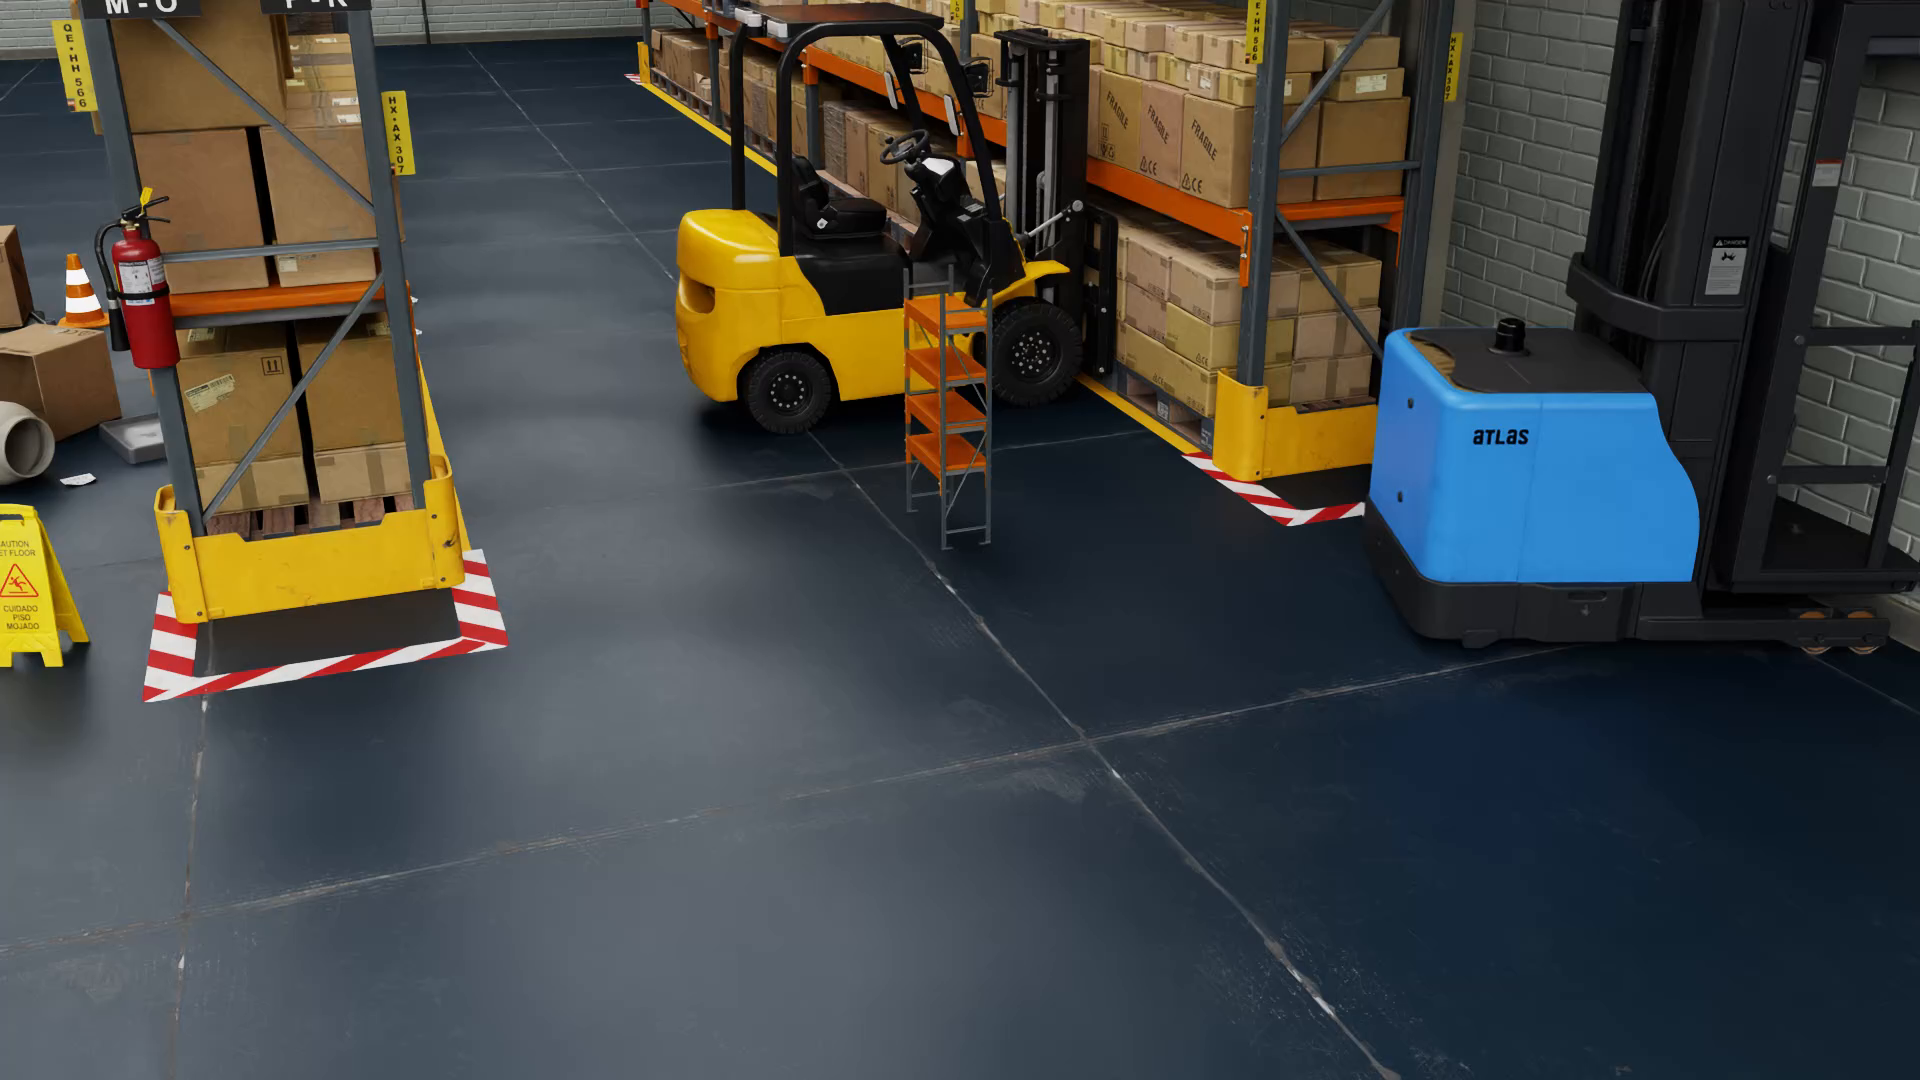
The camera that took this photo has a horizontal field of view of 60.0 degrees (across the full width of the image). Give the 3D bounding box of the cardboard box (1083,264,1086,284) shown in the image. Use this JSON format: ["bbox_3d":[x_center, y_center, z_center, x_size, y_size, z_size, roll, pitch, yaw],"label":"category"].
[{"bbox_3d":[0.893,-1.665,10.194,0.500,0.250,0.500,-8,24,-19],"label":"cardboard box"}]

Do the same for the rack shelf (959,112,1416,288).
[{"bbox_3d":[1.193,-2.219,10.078,1.077,0.370,4.000,-8,24,-19],"label":"rack shelf"}]

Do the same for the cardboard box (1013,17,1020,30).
[{"bbox_3d":[0.564,-3.285,10.719,0.380,0.149,0.250,-8,24,-19],"label":"cardboard box"}]

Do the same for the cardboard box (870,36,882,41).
[{"bbox_3d":[-0.450,-4.140,13.260,0.500,0.250,0.500,-8,24,-18],"label":"cardboard box"}]

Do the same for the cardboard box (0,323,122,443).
[{"bbox_3d":[-5.050,-0.868,9.162,0.500,0.500,0.500,8,24,18],"label":"cardboard box"}]

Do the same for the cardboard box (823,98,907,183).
[{"bbox_3d":[-0.719,-3.601,14.948,0.875,0.625,0.625,-8,24,-17],"label":"cardboard box"}]

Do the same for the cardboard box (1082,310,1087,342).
[{"bbox_3d":[0.899,-1.428,10.275,0.500,0.250,0.500,-8,24,-17],"label":"cardboard box"}]

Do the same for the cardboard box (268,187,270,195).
[{"bbox_3d":[-3.597,-1.690,8.221,0.380,0.149,0.250,-8,24,-19],"label":"cardboard box"}]

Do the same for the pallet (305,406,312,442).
[{"bbox_3d":[-3.451,-0.626,8.964,1.003,0.211,1.213,-8,24,-19],"label":"pallet"}]

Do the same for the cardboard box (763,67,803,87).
[{"bbox_3d":[-1.780,-4.701,16.884,0.380,0.149,0.250,-10,25,-22],"label":"cardboard box"}]

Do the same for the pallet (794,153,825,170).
[{"bbox_3d":[-1.155,-3.722,16.308,1.003,0.211,1.213,-8,24,-19],"label":"pallet"}]

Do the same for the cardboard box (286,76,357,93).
[{"bbox_3d":[-3.018,-1.907,7.901,0.500,0.500,0.500,-9,24,-20],"label":"cardboard box"}]

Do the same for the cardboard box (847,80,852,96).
[{"bbox_3d":[-0.888,-4.403,16.178,0.380,0.149,0.250,-8,24,-17],"label":"cardboard box"}]

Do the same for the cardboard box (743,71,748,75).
[{"bbox_3d":[-2.182,-4.827,18.017,0.500,0.500,0.500,-9,24,-20],"label":"cardboard box"}]

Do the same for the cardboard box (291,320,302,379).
[{"bbox_3d":[-3.629,-1.042,8.394,0.500,0.500,0.500,-9,24,-20],"label":"cardboard box"}]

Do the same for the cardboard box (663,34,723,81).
[{"bbox_3d":[-3.360,-6.128,21.104,0.700,0.500,0.500,-7,24,-17],"label":"cardboard box"}]

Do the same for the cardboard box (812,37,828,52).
[{"bbox_3d":[-0.998,-4.466,14.678,0.500,0.250,0.500,-8,24,-19],"label":"cardboard box"}]

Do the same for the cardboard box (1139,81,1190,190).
[{"bbox_3d":[1.306,-2.202,8.984,0.500,0.500,0.500,-8,24,-17],"label":"cardboard box"}]

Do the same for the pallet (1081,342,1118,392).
[{"bbox_3d":[1.163,-1.253,10.452,1.003,0.211,1.213,-8,24,-19],"label":"pallet"}]

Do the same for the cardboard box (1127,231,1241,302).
[{"bbox_3d":[1.259,-1.520,9.206,0.500,0.250,0.500,-8,24,-18],"label":"cardboard box"}]

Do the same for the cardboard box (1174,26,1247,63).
[{"bbox_3d":[1.342,-2.583,8.671,0.380,0.149,0.250,-8,24,-18],"label":"cardboard box"}]

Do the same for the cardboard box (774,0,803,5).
[{"bbox_3d":[-1.517,-4.994,15.520,0.380,0.149,0.250,-8,24,-18],"label":"cardboard box"}]

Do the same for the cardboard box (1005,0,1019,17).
[{"bbox_3d":[0.515,-3.522,10.898,0.380,0.149,0.250,-8,24,-18],"label":"cardboard box"}]

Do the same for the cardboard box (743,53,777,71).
[{"bbox_3d":[-2.190,-5.176,18.010,0.380,0.149,0.250,-10,25,-22],"label":"cardboard box"}]

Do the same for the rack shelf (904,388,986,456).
[{"bbox_3d":[-0.059,-0.551,7.686,0.258,0.148,0.480,-8,24,-19],"label":"rack shelf"}]

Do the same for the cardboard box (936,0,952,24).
[{"bbox_3d":[0.050,-3.807,11.956,0.380,0.149,0.250,-9,24,-20],"label":"cardboard box"}]

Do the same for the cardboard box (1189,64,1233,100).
[{"bbox_3d":[1.397,-2.345,8.487,0.380,0.149,0.250,-8,24,-18],"label":"cardboard box"}]

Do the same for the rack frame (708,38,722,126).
[{"bbox_3d":[-2.339,-6.184,18.559,1.000,3.000,0.127,-8,24,-19],"label":"rack frame"}]

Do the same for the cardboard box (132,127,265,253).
[{"bbox_3d":[-3.192,-1.484,6.896,0.500,0.500,0.500,-9,24,-20],"label":"cardboard box"}]

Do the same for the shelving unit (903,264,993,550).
[{"bbox_3d":[-0.059,-0.613,7.660,0.258,1.200,0.503,-8,24,-19],"label":"shelving unit"}]

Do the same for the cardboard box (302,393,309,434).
[{"bbox_3d":[-3.646,-0.703,8.555,0.500,0.250,0.500,-9,25,-21],"label":"cardboard box"}]

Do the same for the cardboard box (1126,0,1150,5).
[{"bbox_3d":[1.258,-3.314,10.403,0.380,0.149,0.250,-9,24,-20],"label":"cardboard box"}]

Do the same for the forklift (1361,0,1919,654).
[{"bbox_3d":[3.330,-1.101,6.589,3.031,2.935,1.130,0,23,-1],"label":"forklift"}]

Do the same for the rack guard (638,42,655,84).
[{"bbox_3d":[-3.726,-6.458,22.428,1.175,0.500,0.348,-8,24,-19],"label":"rack guard"}]

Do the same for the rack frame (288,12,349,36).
[{"bbox_3d":[-4.156,-2.594,10.044,1.000,3.000,0.127,-8,24,-19],"label":"rack frame"}]

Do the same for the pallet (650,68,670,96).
[{"bbox_3d":[-3.443,-6.035,21.797,1.003,0.211,1.213,-8,24,-19],"label":"pallet"}]

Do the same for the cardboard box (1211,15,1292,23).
[{"bbox_3d":[1.624,-2.835,9.267,0.380,0.149,0.250,-8,24,-17],"label":"cardboard box"}]

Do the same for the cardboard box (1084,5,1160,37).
[{"bbox_3d":[0.956,-3.057,9.794,0.380,0.149,0.250,-8,24,-19],"label":"cardboard box"}]

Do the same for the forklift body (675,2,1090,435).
[{"bbox_3d":[-0.477,-1.871,9.420,2.313,2.155,1.214,-8,24,-19],"label":"forklift body"}]

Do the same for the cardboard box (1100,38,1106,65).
[{"bbox_3d":[1.035,-2.822,9.619,0.380,0.149,0.250,-9,24,-19],"label":"cardboard box"}]

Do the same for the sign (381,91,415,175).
[{"bbox_3d":[-2.235,-1.615,6.604,0.100,0.325,0.005,-8,24,-19],"label":"sign"}]

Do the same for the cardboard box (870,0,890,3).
[{"bbox_3d":[-0.487,-4.261,13.035,0.380,0.149,0.250,-9,24,-20],"label":"cardboard box"}]

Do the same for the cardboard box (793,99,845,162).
[{"bbox_3d":[-1.277,-3.896,15.809,0.500,0.500,0.500,-8,24,-17],"label":"cardboard box"}]

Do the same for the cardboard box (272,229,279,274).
[{"bbox_3d":[-2.772,-1.267,7.217,0.380,0.149,0.250,-8,24,-18],"label":"cardboard box"}]

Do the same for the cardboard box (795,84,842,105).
[{"bbox_3d":[-1.338,-4.216,15.732,0.380,0.149,0.250,-10,25,-22],"label":"cardboard box"}]

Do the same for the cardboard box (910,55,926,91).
[{"bbox_3d":[-0.119,-3.537,12.473,0.500,0.250,0.500,-8,24,-19],"label":"cardboard box"}]

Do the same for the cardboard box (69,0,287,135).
[{"bbox_3d":[-3.127,-1.941,6.693,0.700,0.500,0.500,-9,24,-20],"label":"cardboard box"}]

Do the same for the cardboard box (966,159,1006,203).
[{"bbox_3d":[0.364,-2.445,11.402,0.500,0.250,0.500,-9,24,-20],"label":"cardboard box"}]
